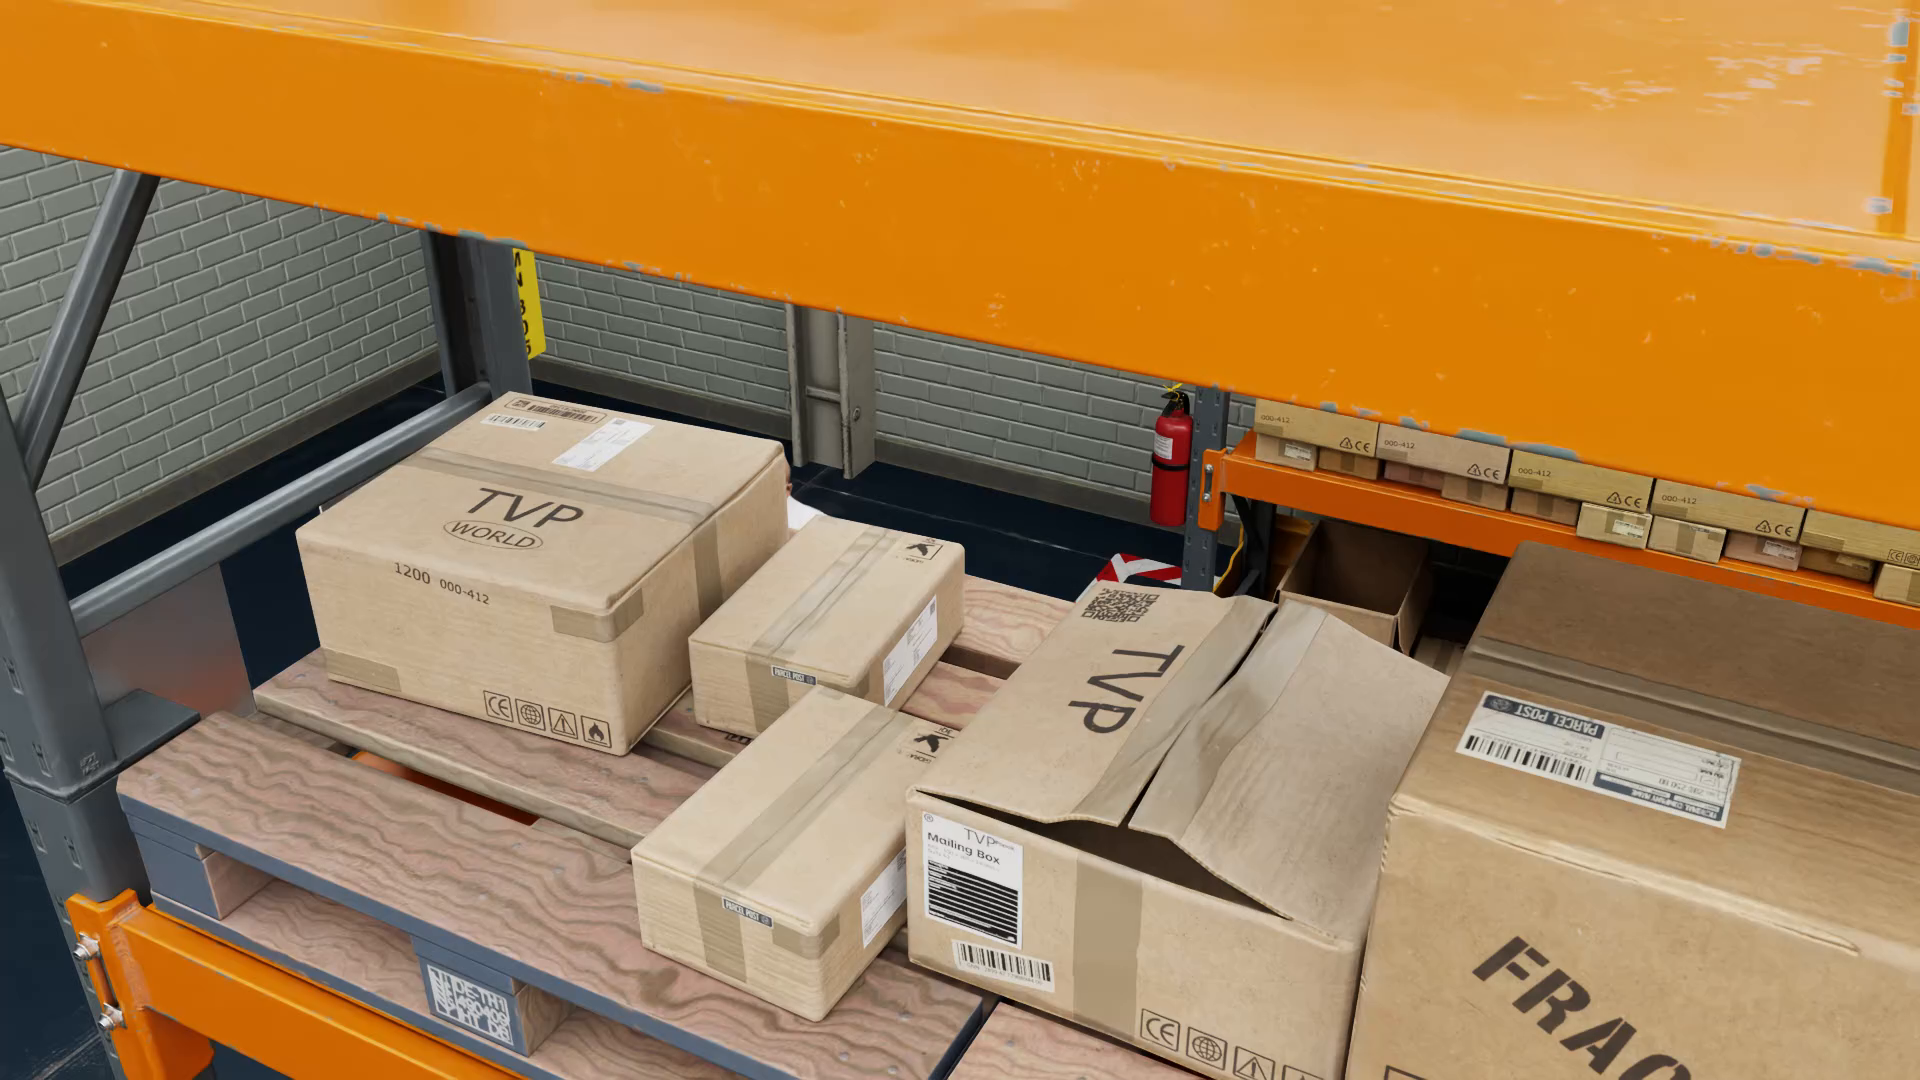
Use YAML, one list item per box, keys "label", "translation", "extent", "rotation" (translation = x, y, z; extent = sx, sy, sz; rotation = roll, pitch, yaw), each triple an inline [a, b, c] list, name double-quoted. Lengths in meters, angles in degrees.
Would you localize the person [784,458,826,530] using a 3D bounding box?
- label: "person"
  translation: [-0.698, 0.438, 6.374]
  extent: [0.622, 1.774, 0.426]
  rotation: [13, 32, 22]
